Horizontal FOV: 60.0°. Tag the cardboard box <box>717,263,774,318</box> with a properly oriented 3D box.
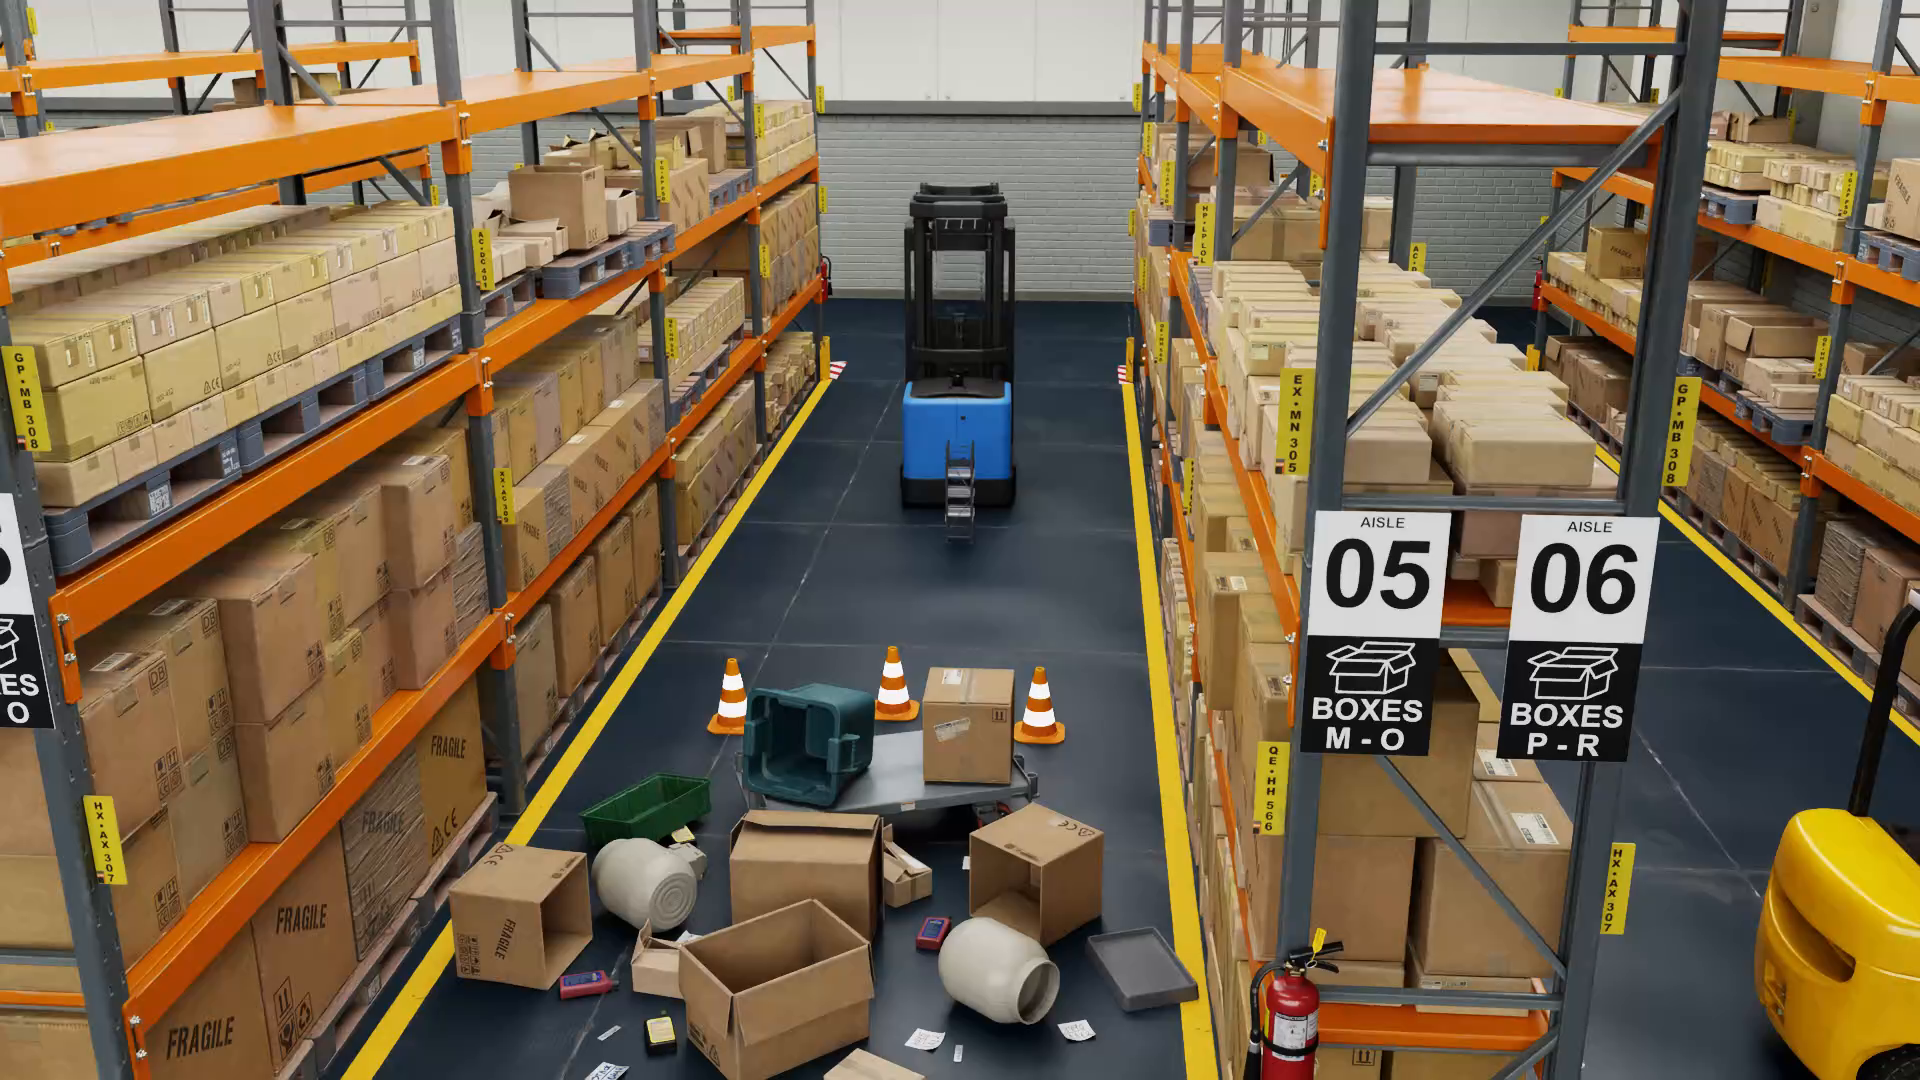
[{"bbox_3d":[-2.251,-2.629,17.491,0.500,0.500,0.500,1,18,3],"label":"cardboard box"}]

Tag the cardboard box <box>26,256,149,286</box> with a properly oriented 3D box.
[{"bbox_3d":[-3.603,-1.083,6.881,0.380,0.149,0.250,1,18,4],"label":"cardboard box"}]

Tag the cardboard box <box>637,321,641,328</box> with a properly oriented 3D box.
[{"bbox_3d":[-3.135,-1.916,15.203,0.380,0.149,0.250,1,18,3],"label":"cardboard box"}]

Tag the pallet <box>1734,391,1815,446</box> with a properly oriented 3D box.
[{"bbox_3d":[7.050,-0.982,13.410,1.213,0.211,1.003,1,18,4],"label":"pallet"}]

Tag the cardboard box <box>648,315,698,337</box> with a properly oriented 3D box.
[{"bbox_3d":[-2.523,-1.878,14.610,0.380,0.149,0.250,2,18,6],"label":"cardboard box"}]

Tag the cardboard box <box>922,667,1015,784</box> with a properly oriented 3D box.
[{"bbox_3d":[0.056,1.069,9.640,0.500,0.500,0.500,1,18,4],"label":"cardboard box"}]

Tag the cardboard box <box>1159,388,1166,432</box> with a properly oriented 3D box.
[{"bbox_3d":[1.897,-1.062,13.588,0.500,0.250,0.500,1,18,2],"label":"cardboard box"}]

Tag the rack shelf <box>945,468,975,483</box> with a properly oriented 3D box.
[{"bbox_3d":[0.001,-0.570,14.745,0.258,0.077,0.200,1,18,4],"label":"rack shelf"}]

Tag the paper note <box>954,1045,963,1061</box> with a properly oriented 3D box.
[{"bbox_3d":[-0.007,2.369,7.676,0.032,0.001,0.123,1,18,4],"label":"paper note"}]

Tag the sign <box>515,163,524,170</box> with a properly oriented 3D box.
[{"bbox_3d":[-3.366,-2.733,12.800,0.100,0.325,0.005,1,18,4],"label":"sign"}]

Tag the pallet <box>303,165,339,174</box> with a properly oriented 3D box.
[{"bbox_3d":[-7.409,-4.071,17.856,1.003,0.211,1.213,1,18,4],"label":"pallet"}]

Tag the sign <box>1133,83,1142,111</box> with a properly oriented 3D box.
[{"bbox_3d":[2.140,-5.348,20.078,0.100,0.325,0.005,1,18,4],"label":"sign"}]

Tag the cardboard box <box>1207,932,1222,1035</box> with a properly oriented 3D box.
[{"bbox_3d":[1.413,2.041,7.619,0.500,0.250,0.500,1,18,2],"label":"cardboard box"}]

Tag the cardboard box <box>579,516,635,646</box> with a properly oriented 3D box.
[{"bbox_3d":[-3.017,0.279,12.194,1.050,0.750,0.750,2,18,5],"label":"cardboard box"}]

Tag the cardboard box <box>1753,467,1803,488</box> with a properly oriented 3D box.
[{"bbox_3d":[6.905,-0.506,13.949,0.380,0.149,0.250,1,18,2],"label":"cardboard box"}]

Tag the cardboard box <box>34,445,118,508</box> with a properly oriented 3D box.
[{"bbox_3d":[-3.054,-0.217,5.521,0.380,0.149,0.250,1,18,4],"label":"cardboard box"}]

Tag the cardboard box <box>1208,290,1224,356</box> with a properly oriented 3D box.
[{"bbox_3d":[1.529,-1.093,8.388,0.500,0.250,0.500,1,18,3],"label":"cardboard box"}]

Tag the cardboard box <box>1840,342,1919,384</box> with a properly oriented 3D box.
[{"bbox_3d":[7.264,-1.264,13.129,0.500,0.500,0.500,2,18,7],"label":"cardboard box"}]

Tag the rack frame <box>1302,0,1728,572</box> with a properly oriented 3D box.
[{"bbox_3d":[1.546,-1.337,4.551,1.000,3.000,0.127,1,18,4],"label":"rack frame"}]

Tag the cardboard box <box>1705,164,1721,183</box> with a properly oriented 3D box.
[{"bbox_3d":[6.869,-3.255,14.791,0.380,0.149,0.250,1,18,3],"label":"cardboard box"}]

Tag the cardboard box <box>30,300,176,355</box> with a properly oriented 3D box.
[{"bbox_3d":[-3.020,-0.751,5.868,0.380,0.149,0.250,1,18,3],"label":"cardboard box"}]

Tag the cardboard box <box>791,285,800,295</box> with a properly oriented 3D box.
[{"bbox_3d":[-2.094,-2.992,19.640,0.380,0.149,0.250,0,18,1],"label":"cardboard box"}]

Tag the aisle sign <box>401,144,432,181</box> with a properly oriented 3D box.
[{"bbox_3d":[-6.887,-4.927,20.968,0.394,0.787,0.004,1,18,4],"label":"aisle sign"}]

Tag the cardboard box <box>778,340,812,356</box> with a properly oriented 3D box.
[{"bbox_3d":[-2.003,-2.332,20.170,0.380,0.149,0.250,1,18,3],"label":"cardboard box"}]

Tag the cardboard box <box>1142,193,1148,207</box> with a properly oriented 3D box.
[{"bbox_3d":[2.310,-3.939,19.318,0.380,0.149,0.250,1,18,2],"label":"cardboard box"}]

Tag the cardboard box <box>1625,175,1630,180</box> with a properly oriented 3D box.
[{"bbox_3d":[7.208,-3.845,17.427,0.380,0.149,0.250,2,18,6],"label":"cardboard box"}]

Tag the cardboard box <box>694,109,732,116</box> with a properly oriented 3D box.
[{"bbox_3d":[-2.723,-4.658,18.301,0.380,0.149,0.250,1,18,3],"label":"cardboard box"}]

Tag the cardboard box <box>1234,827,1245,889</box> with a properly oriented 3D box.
[{"bbox_3d":[1.295,1.272,6.628,0.380,0.149,0.250,2,18,5],"label":"cardboard box"}]

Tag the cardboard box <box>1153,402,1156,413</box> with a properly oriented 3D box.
[{"bbox_3d":[2.622,-1.666,18.629,0.875,0.438,0.875,1,18,2],"label":"cardboard box"}]

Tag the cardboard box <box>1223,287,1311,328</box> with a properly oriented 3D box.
[{"bbox_3d":[1.422,-1.078,7.703,0.380,0.149,0.250,1,18,4],"label":"cardboard box"}]

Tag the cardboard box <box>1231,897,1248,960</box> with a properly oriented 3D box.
[{"bbox_3d":[1.303,1.586,6.760,0.380,0.149,0.250,2,18,6],"label":"cardboard box"}]

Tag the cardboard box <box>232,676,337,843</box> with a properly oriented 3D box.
[{"bbox_3d":[-3.234,0.905,7.103,0.875,0.550,0.550,1,18,4],"label":"cardboard box"}]

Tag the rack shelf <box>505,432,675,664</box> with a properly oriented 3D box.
[{"bbox_3d":[-2.968,-0.087,11.525,1.077,0.370,4.000,1,18,4],"label":"rack shelf"}]

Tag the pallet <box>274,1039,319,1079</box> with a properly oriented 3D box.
[{"bbox_3d":[-3.419,2.510,6.924,1.003,0.211,1.213,1,18,4],"label":"pallet"}]

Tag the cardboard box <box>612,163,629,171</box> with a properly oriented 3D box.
[{"bbox_3d":[-3.014,-2.861,13.860,0.500,0.500,0.500,1,18,4],"label":"cardboard box"}]

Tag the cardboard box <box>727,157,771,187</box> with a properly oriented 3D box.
[{"bbox_3d":[-2.241,-3.784,17.078,0.500,0.250,0.500,2,18,7],"label":"cardboard box"}]

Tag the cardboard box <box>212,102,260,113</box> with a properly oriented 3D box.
[{"bbox_3d":[-7.482,-4.398,17.716,0.700,0.500,0.500,0,18,1],"label":"cardboard box"}]

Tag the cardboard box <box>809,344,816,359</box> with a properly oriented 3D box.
[{"bbox_3d":[-2.004,-2.350,20.704,0.380,0.149,0.250,1,18,2],"label":"cardboard box"}]

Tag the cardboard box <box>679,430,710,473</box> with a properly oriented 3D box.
[{"bbox_3d":[-2.497,-0.784,14.634,0.500,0.250,0.500,1,18,3],"label":"cardboard box"}]

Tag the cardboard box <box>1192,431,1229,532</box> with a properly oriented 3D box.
[{"bbox_3d":[1.585,-0.260,8.656,0.700,0.500,0.500,1,18,3],"label":"cardboard box"}]

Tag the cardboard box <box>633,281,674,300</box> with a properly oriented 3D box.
[{"bbox_3d":[-3.039,-2.456,16.375,0.380,0.149,0.250,2,18,5],"label":"cardboard box"}]

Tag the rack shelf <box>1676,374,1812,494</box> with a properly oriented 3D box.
[{"bbox_3d":[7.214,-1.140,14.741,1.077,0.370,4.000,1,18,4],"label":"rack shelf"}]

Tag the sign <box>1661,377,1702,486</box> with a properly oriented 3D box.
[{"bbox_3d":[2.088,-0.315,4.845,0.100,0.325,0.005,1,18,4],"label":"sign"}]

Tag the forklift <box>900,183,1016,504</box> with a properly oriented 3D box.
[{"bbox_3d":[0.002,-2.140,16.746,1.130,2.935,3.031,0,18,1],"label":"forklift"}]

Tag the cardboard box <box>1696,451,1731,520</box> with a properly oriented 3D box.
[{"bbox_3d":[6.987,-0.488,14.936,0.500,0.500,0.500,1,18,2],"label":"cardboard box"}]

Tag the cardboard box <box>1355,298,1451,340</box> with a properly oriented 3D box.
[{"bbox_3d":[1.969,-0.986,7.420,0.380,0.149,0.250,1,18,3],"label":"cardboard box"}]

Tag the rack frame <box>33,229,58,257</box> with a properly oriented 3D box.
[{"bbox_3d":[-7.765,-1.192,13.743,1.000,3.000,0.127,1,18,4],"label":"rack frame"}]

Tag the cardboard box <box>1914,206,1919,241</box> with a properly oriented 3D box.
[{"bbox_3d":[6.840,-2.202,11.014,0.700,0.500,0.500,1,18,3],"label":"cardboard box"}]

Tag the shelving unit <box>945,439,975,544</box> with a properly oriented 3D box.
[{"bbox_3d":[0.001,-0.430,14.791,0.258,0.900,0.210,1,18,4],"label":"shelving unit"}]

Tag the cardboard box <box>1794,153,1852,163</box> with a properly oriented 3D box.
[{"bbox_3d":[7.368,-3.223,14.214,0.380,0.149,0.250,2,18,5],"label":"cardboard box"}]

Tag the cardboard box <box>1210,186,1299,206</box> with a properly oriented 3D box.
[{"bbox_3d":[1.799,-2.020,10.216,0.500,0.250,0.500,2,18,5],"label":"cardboard box"}]

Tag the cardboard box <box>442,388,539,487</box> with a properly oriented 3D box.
[{"bbox_3d":[-3.047,-0.644,10.305,0.700,0.500,0.500,1,18,3],"label":"cardboard box"}]

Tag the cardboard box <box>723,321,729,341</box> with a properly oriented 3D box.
[{"bbox_3d":[-2.425,-2.008,15.964,0.380,0.149,0.250,0,18,1],"label":"cardboard box"}]

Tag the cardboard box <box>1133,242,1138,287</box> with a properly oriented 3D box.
[{"bbox_3d":[2.373,-3.360,20.199,0.500,0.500,0.500,1,18,3],"label":"cardboard box"}]

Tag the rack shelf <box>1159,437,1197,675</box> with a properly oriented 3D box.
[{"bbox_3d":[1.976,-0.008,11.284,1.077,0.370,4.000,1,18,4],"label":"rack shelf"}]

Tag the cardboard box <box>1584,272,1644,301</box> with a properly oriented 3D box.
[{"bbox_3d":[7.259,-2.807,18.436,0.500,0.250,0.500,1,18,2],"label":"cardboard box"}]

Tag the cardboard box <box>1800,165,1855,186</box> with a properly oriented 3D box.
[{"bbox_3d":[6.954,-2.900,13.263,0.380,0.149,0.250,1,18,3],"label":"cardboard box"}]

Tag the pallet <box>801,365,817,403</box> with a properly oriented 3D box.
[{"bbox_3d":[-2.350,-1.934,20.486,1.003,0.211,1.213,1,18,4],"label":"pallet"}]
